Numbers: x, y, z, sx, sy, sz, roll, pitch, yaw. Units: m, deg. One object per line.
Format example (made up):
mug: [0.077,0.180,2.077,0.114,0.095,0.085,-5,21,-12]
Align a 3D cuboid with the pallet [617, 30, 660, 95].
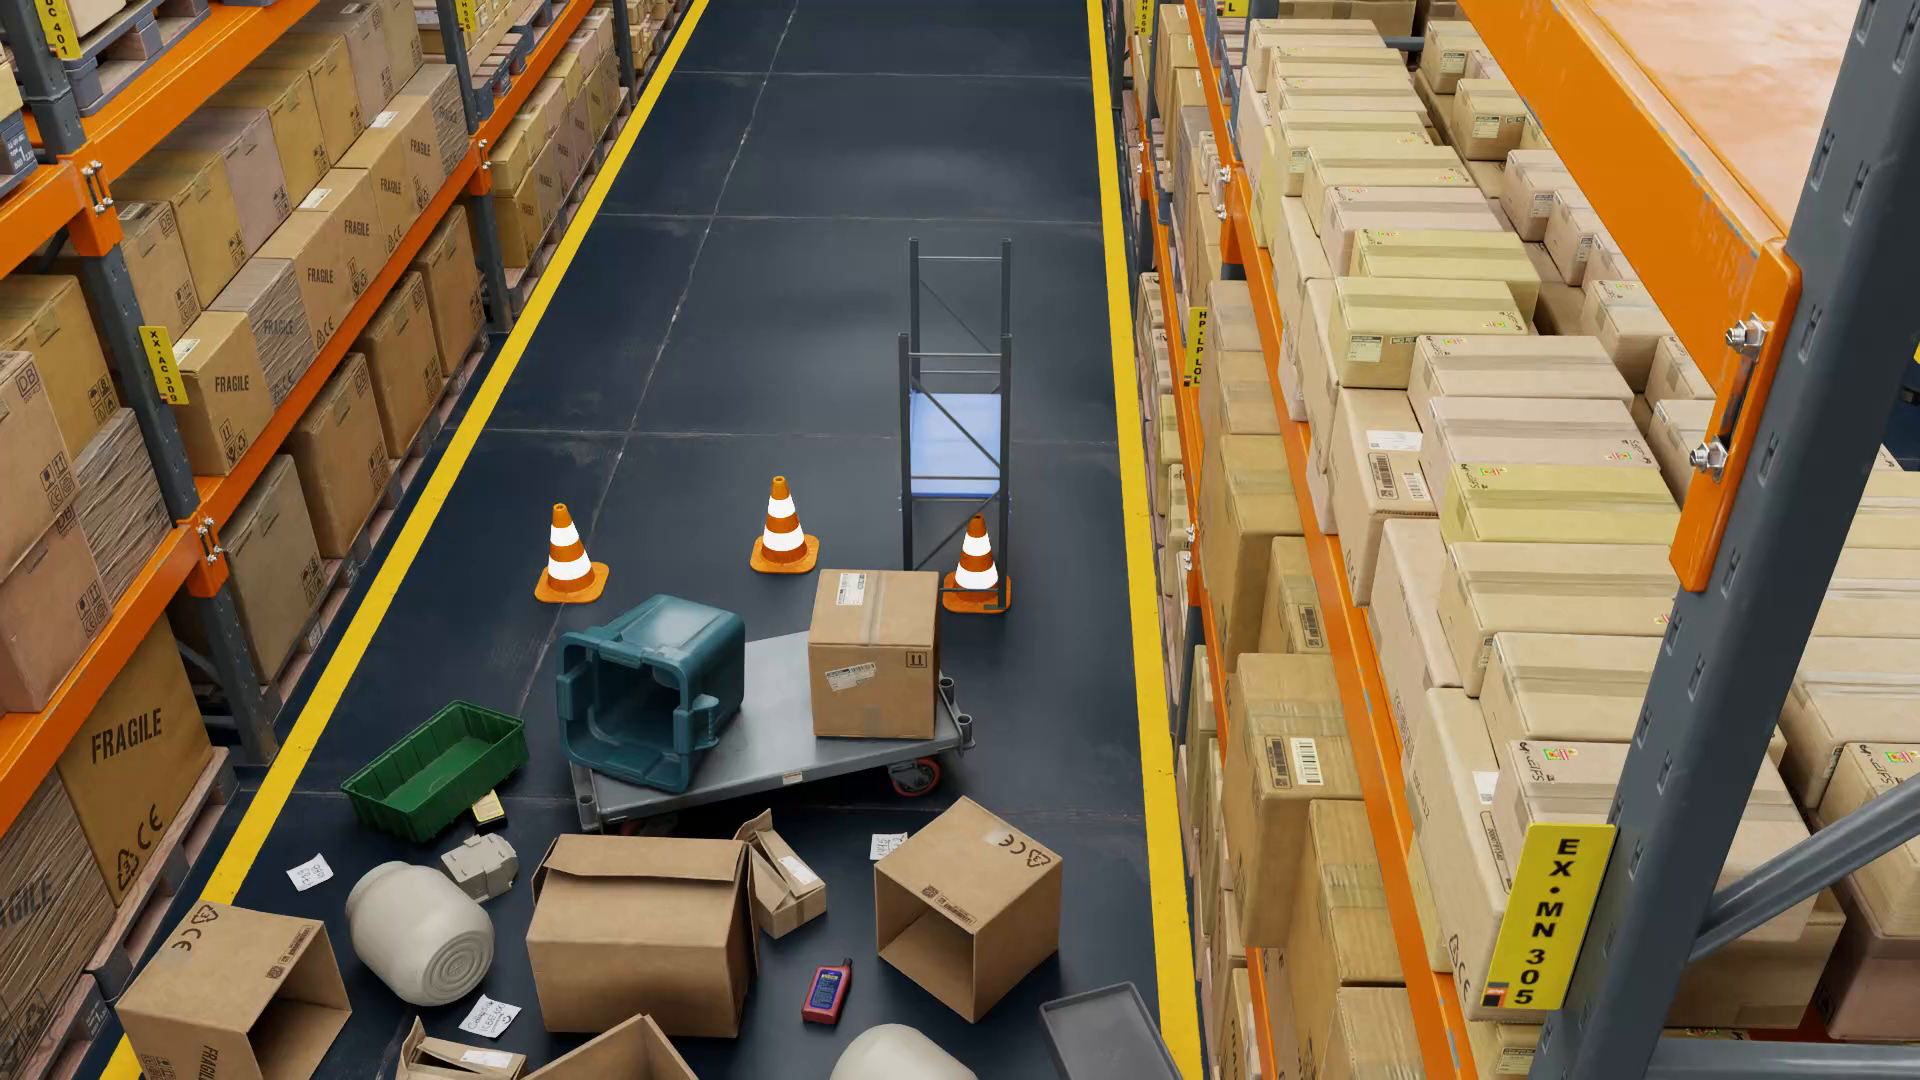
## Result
pallet: [-3.204,-4.115,14.368,1.003,0.211,1.213,1,35,2]

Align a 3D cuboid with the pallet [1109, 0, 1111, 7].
pallet: [1.962,-5.509,16.352,1.003,0.211,1.213,1,35,2]

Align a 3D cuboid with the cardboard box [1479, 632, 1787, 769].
cardboard box: [1.040,0.282,2.602,0.380,0.149,0.250,2,35,3]

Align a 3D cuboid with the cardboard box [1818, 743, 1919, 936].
cardboard box: [1.491,0.431,2.390,0.380,0.149,0.250,1,35,2]

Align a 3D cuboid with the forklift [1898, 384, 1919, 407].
forklift: [3.758,-0.635,7.050,1.130,2.935,3.031,-24,41,-30]

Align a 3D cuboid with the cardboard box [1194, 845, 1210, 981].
cardboard box: [1.130,1.376,6.156,0.500,0.250,0.500,3,35,5]

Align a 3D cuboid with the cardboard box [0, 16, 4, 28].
cardboard box: [-3.648,-2.062,6.090,0.500,0.250,0.500,2,35,2]

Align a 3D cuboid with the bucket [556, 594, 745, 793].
bucket: [-1.218,0.575,6.793,0.726,0.611,0.620,13,27,18]

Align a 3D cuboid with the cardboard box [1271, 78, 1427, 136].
cardboard box: [1.094,-1.193,4.701,0.380,0.149,0.250,0,35,0]

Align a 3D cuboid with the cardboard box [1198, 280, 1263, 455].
cardboard box: [1.199,-0.541,5.642,0.700,0.500,0.500,1,35,1]

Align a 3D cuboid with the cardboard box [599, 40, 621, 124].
cardboard box: [-2.973,-3.588,13.001,0.500,0.500,0.500,1,35,1]

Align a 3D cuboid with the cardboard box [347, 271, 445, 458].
cardboard box: [-3.502,-0.973,9.062,1.050,0.750,0.750,2,35,3]

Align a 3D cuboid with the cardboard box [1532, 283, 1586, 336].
cardboard box: [1.625,-0.370,3.876,0.500,0.250,0.500,2,35,3]

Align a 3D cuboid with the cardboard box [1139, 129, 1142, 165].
cardboard box: [1.781,-3.239,12.178,0.875,0.875,0.875,2,35,3]

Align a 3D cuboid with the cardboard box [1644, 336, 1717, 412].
cardboard box: [1.648,-0.292,3.419,0.380,0.149,0.250,2,35,3]

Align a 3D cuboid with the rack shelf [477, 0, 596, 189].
rack shelf: [-3.276,-3.426,11.588,1.077,0.370,4.000,1,35,2]

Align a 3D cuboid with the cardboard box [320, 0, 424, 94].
cardboard box: [-3.384,-2.764,9.063,0.700,0.500,0.500,1,35,2]

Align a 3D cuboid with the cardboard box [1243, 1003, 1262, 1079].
cardboard box: [1.018,1.487,4.780,0.380,0.149,0.250,3,35,4]

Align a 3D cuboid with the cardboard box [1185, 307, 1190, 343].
cardboard box: [1.181,-0.888,7.204,0.380,0.149,0.250,1,35,1]

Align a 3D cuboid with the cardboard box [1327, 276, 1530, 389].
cardboard box: [1.019,-0.453,3.647,0.380,0.149,0.250,2,35,3]

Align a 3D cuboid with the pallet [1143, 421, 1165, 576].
pallet: [1.510,-0.226,8.834,1.003,0.211,1.213,1,35,2]

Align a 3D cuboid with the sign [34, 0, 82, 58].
sign: [-2.962,-1.733,5.425,0.100,0.325,0.005,1,35,2]

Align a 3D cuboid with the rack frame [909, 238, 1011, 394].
rack frame: [0.000,-0.861,8.616,0.500,1.500,0.032,1,34,1]

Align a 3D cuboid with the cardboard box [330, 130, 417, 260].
cardboard box: [-3.147,-1.774,8.524,0.500,0.500,0.500,1,35,1]

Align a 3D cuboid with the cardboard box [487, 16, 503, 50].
cardboard box: [-3.115,-3.202,10.497,0.380,0.149,0.250,3,35,4]

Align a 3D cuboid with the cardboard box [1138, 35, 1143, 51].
cardboard box: [1.377,-3.237,10.389,0.500,0.250,0.500,0,35,1]

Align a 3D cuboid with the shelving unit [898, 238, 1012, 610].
shelving unit: [-0.011,-0.574,8.196,0.538,1.500,1.048,1,34,1]

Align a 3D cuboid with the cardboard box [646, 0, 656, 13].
cardboard box: [-2.918,-4.798,14.770,0.380,0.149,0.250,3,35,4]

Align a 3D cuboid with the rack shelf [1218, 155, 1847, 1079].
rack shelf: [1.353,-0.001,4.105,1.077,0.370,4.000,1,35,2]

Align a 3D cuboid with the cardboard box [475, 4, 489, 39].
cardboard box: [-3.127,-3.191,10.222,0.380,0.149,0.250,3,35,4]

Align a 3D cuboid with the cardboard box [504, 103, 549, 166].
cardboard box: [-3.066,-2.709,11.099,0.500,0.250,0.500,1,35,1]

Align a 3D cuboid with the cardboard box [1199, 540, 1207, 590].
cardboard box: [1.100,0.059,6.221,0.380,0.149,0.250,1,35,2]

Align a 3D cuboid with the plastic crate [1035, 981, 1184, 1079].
plastic crate: [0.551,1.860,5.979,0.402,0.080,0.583,-10,36,-14]

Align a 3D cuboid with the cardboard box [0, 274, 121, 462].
cardboard box: [-3.566,-0.565,5.822,0.875,0.550,0.550,1,35,2]

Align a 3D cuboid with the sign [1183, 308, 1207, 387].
sign: [0.879,-0.702,6.078,0.100,0.325,0.005,1,35,2]

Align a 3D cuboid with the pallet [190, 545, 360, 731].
pallet: [-3.561,0.422,7.911,1.003,0.211,1.213,1,35,2]

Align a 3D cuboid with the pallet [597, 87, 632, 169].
pallet: [-3.225,-3.281,13.181,1.003,0.211,1.213,1,35,2]

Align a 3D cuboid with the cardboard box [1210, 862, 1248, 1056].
cardboard box: [1.108,1.368,5.515,0.500,0.500,0.500,3,35,4]

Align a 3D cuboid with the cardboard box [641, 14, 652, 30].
cardboard box: [-2.931,-4.521,14.634,0.380,0.149,0.250,1,35,1]

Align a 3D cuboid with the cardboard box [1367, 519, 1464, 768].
cardboard box: [1.059,0.204,3.059,0.500,0.250,0.500,1,35,1]

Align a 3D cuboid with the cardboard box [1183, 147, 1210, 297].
cardboard box: [1.268,-1.404,7.373,0.500,0.500,0.500,2,35,4]

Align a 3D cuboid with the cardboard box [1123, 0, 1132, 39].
cardboard box: [1.388,-3.627,11.378,0.500,0.250,0.500,1,35,1]

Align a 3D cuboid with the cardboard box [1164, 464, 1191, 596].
cardboard box: [1.478,-0.028,8.048,0.950,0.372,0.625,3,35,5]

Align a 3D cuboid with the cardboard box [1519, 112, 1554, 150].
cardboard box: [1.726,-1.030,4.469,0.380,0.149,0.250,2,35,3]

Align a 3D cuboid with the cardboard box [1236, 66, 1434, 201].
cardboard box: [1.142,-1.258,5.140,0.500,0.250,0.500,1,35,1]

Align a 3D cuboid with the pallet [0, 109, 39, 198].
pallet: [-3.560,-0.995,4.971,1.003,0.211,1.213,1,35,2]

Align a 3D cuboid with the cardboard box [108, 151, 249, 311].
cardboard box: [-3.484,-1.304,6.986,0.700,0.500,0.500,1,35,1]

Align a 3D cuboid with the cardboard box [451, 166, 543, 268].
cardboard box: [-3.073,-2.121,10.914,0.500,0.500,0.500,0,35,0]

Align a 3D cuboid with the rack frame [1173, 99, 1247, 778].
rack frame: [1.434,-0.217,6.396,1.000,3.000,0.127,1,35,2]

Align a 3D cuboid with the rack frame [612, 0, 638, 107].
rack frame: [-3.195,-4.870,13.016,1.000,3.000,0.127,1,35,2]

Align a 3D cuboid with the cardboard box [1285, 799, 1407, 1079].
cardboard box: [1.103,0.920,3.562,0.700,0.500,0.500,2,35,2]

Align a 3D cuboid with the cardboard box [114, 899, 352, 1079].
cardboard box: [-2.554,1.664,5.891,0.500,0.500,0.500,7,36,10]
